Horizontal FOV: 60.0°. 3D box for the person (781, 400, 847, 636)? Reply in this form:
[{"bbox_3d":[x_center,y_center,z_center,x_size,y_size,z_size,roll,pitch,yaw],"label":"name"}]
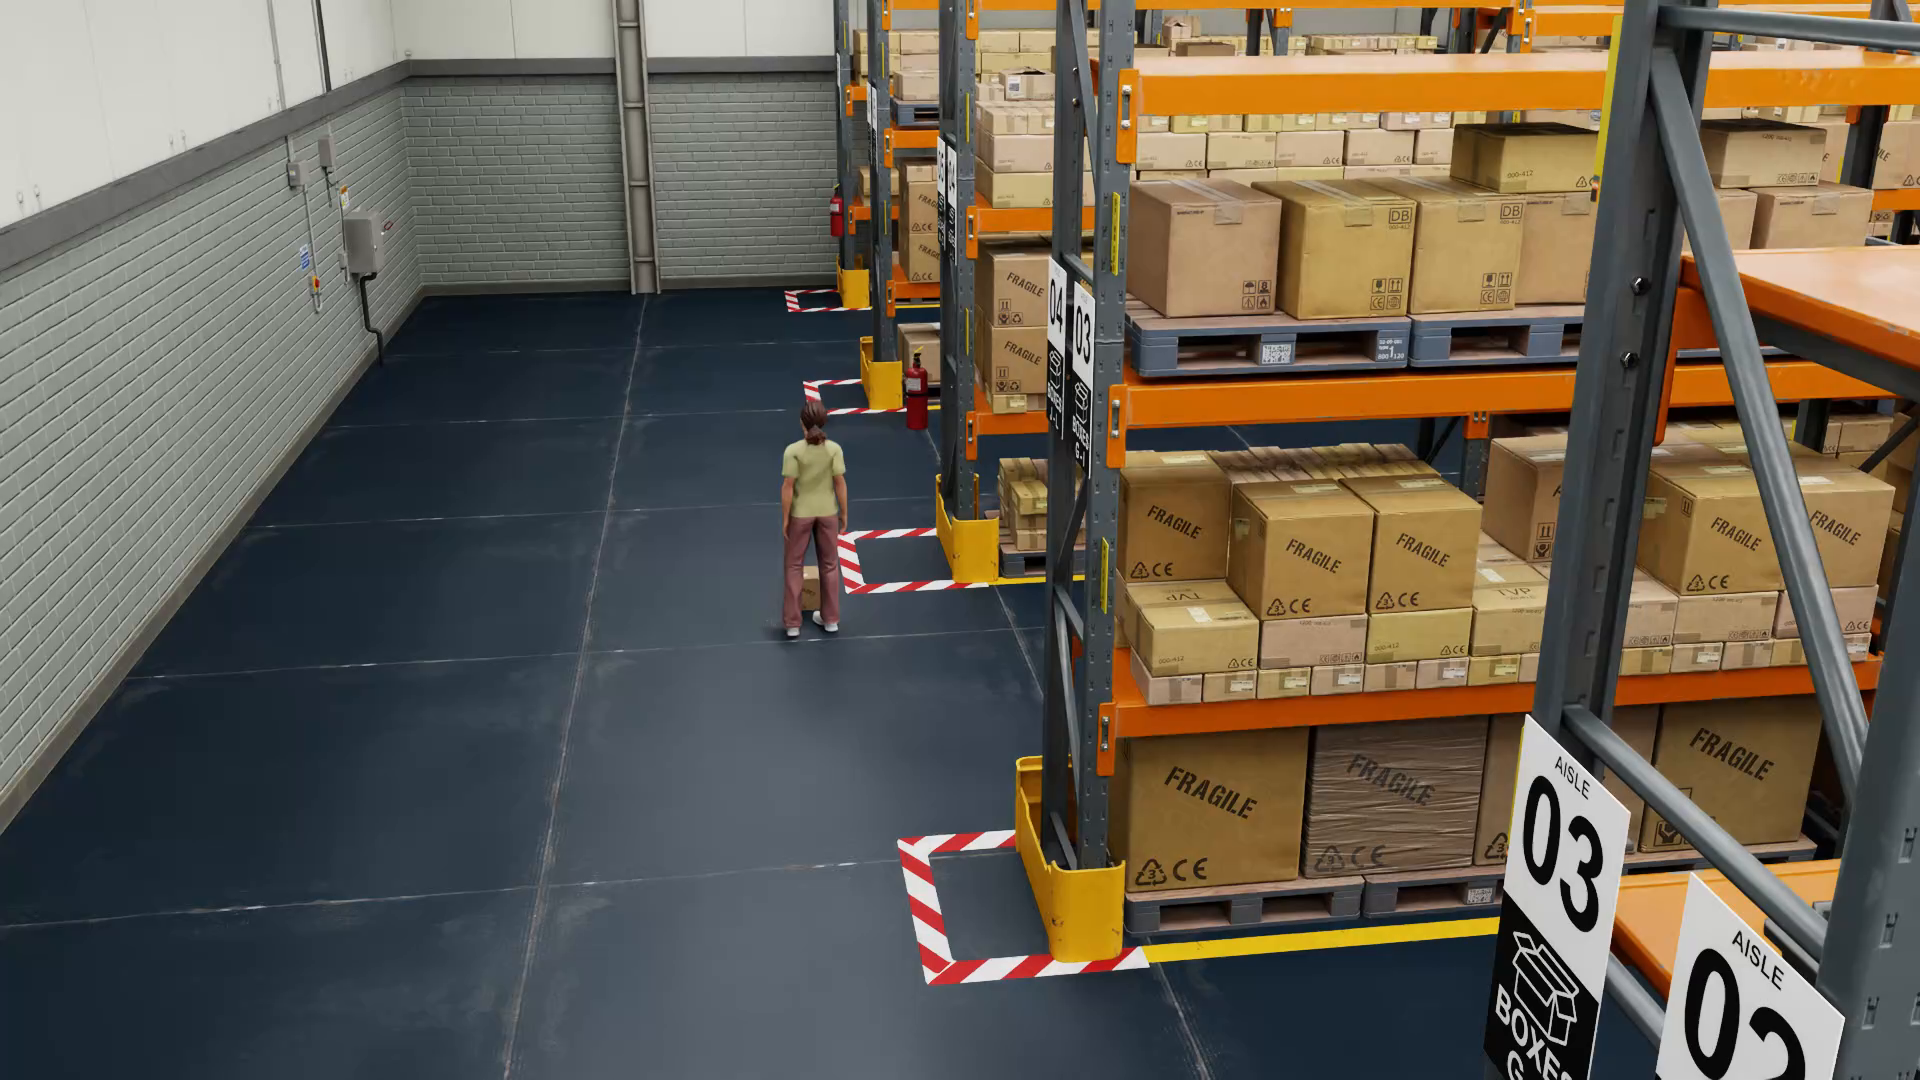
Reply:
[{"bbox_3d":[-1.022,-0.156,11.472,0.478,1.676,0.399,-5,21,-15],"label":"person"}]
